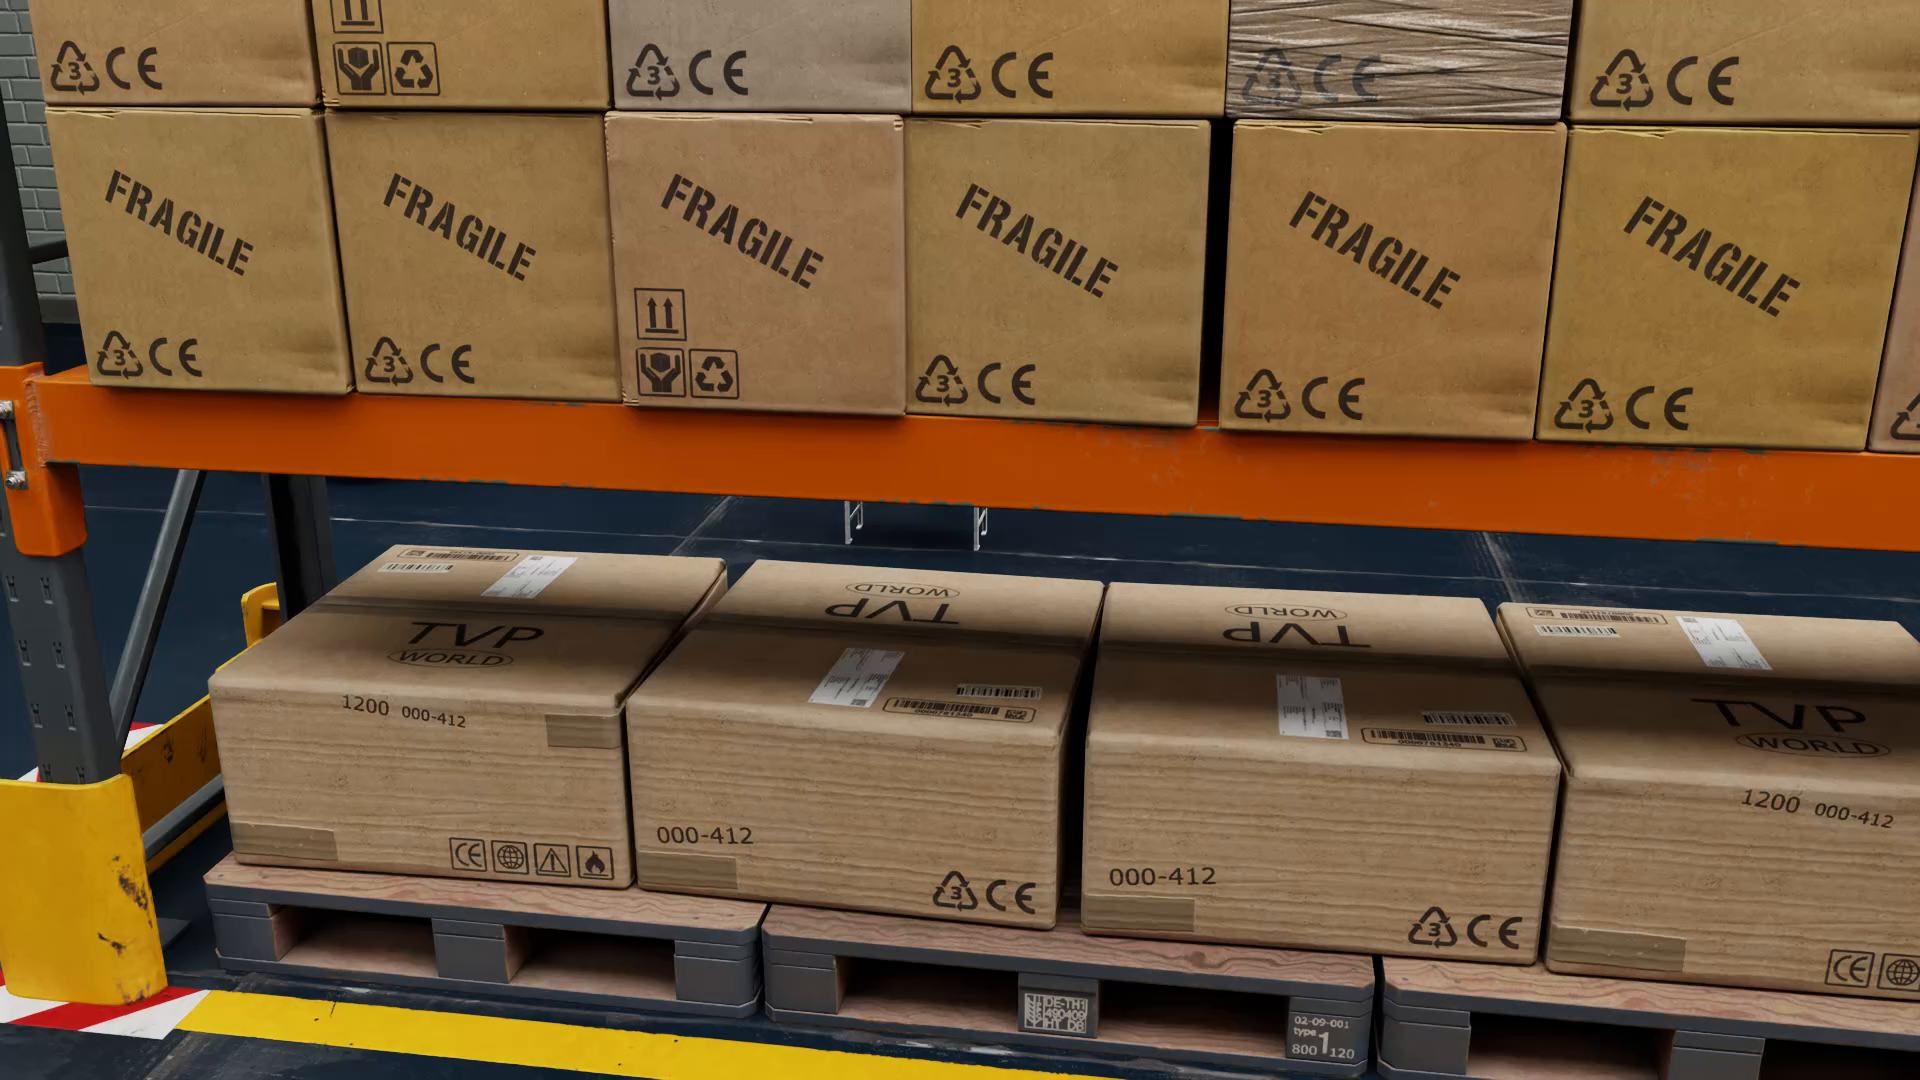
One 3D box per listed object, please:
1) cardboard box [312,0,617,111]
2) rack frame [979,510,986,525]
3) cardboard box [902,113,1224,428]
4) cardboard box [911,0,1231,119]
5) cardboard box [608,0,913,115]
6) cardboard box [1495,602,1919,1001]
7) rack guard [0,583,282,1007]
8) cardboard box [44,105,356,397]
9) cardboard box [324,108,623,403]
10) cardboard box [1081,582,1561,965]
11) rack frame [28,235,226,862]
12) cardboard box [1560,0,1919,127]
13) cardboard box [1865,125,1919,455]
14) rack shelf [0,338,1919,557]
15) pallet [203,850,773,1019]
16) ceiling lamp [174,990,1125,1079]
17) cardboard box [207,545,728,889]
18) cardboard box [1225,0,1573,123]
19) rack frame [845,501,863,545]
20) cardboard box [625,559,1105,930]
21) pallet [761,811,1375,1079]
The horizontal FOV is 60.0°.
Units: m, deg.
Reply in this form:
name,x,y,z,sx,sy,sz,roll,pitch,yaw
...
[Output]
name,x,y,z,sx,sy,sz,roll,pitch,yaw
cardboard box,-0.795,-1.032,2.928,0.500,0.500,0.500,2,19,7
rack frame,0.078,-0.565,6.102,0.006,1.046,0.228,3,19,9
cardboard box,0.194,-0.513,2.952,0.500,0.500,0.500,4,19,10
cardboard box,0.208,-0.984,2.784,0.500,0.500,0.500,3,19,9
cardboard box,-0.285,-1.009,2.858,0.500,0.500,0.500,3,19,8
cardboard box,1.612,0.504,3.446,0.875,0.438,0.875,3,19,8
rack guard,-1.758,0.536,3.913,0.348,0.500,1.175,3,19,9
cardboard box,-1.306,-0.581,3.156,0.500,0.500,0.500,3,19,8
cardboard box,-0.802,-0.565,3.106,0.500,0.500,0.500,3,19,8
cardboard box,0.728,0.459,3.580,0.875,0.438,0.875,2,19,7
rack frame,-1.734,-0.649,3.516,0.053,2.616,0.949,3,19,9
cardboard box,1.205,-0.934,2.633,0.500,0.500,0.500,3,19,8
cardboard box,1.716,-0.437,2.725,0.500,0.500,0.500,3,19,9
rack shelf,0.240,-0.206,3.326,4.000,0.370,1.077,3,19,9
pallet,-0.933,0.690,3.908,1.213,0.211,1.003,3,19,9
ceiling lamp,0.131,1.052,3.160,3.459,0.001,0.159,3,19,9
cardboard box,-1.067,0.370,3.847,0.875,0.438,0.875,2,19,7
cardboard box,1.057,-1.421,2.472,1.234,1.526,0.509,4,19,10
rack frame,-0.404,-0.590,6.174,0.015,1.200,0.240,3,19,9
cardboard box,-0.162,0.413,3.717,0.875,0.438,0.875,3,19,10
pallet,0.268,0.752,3.722,1.213,0.211,1.003,3,19,9
